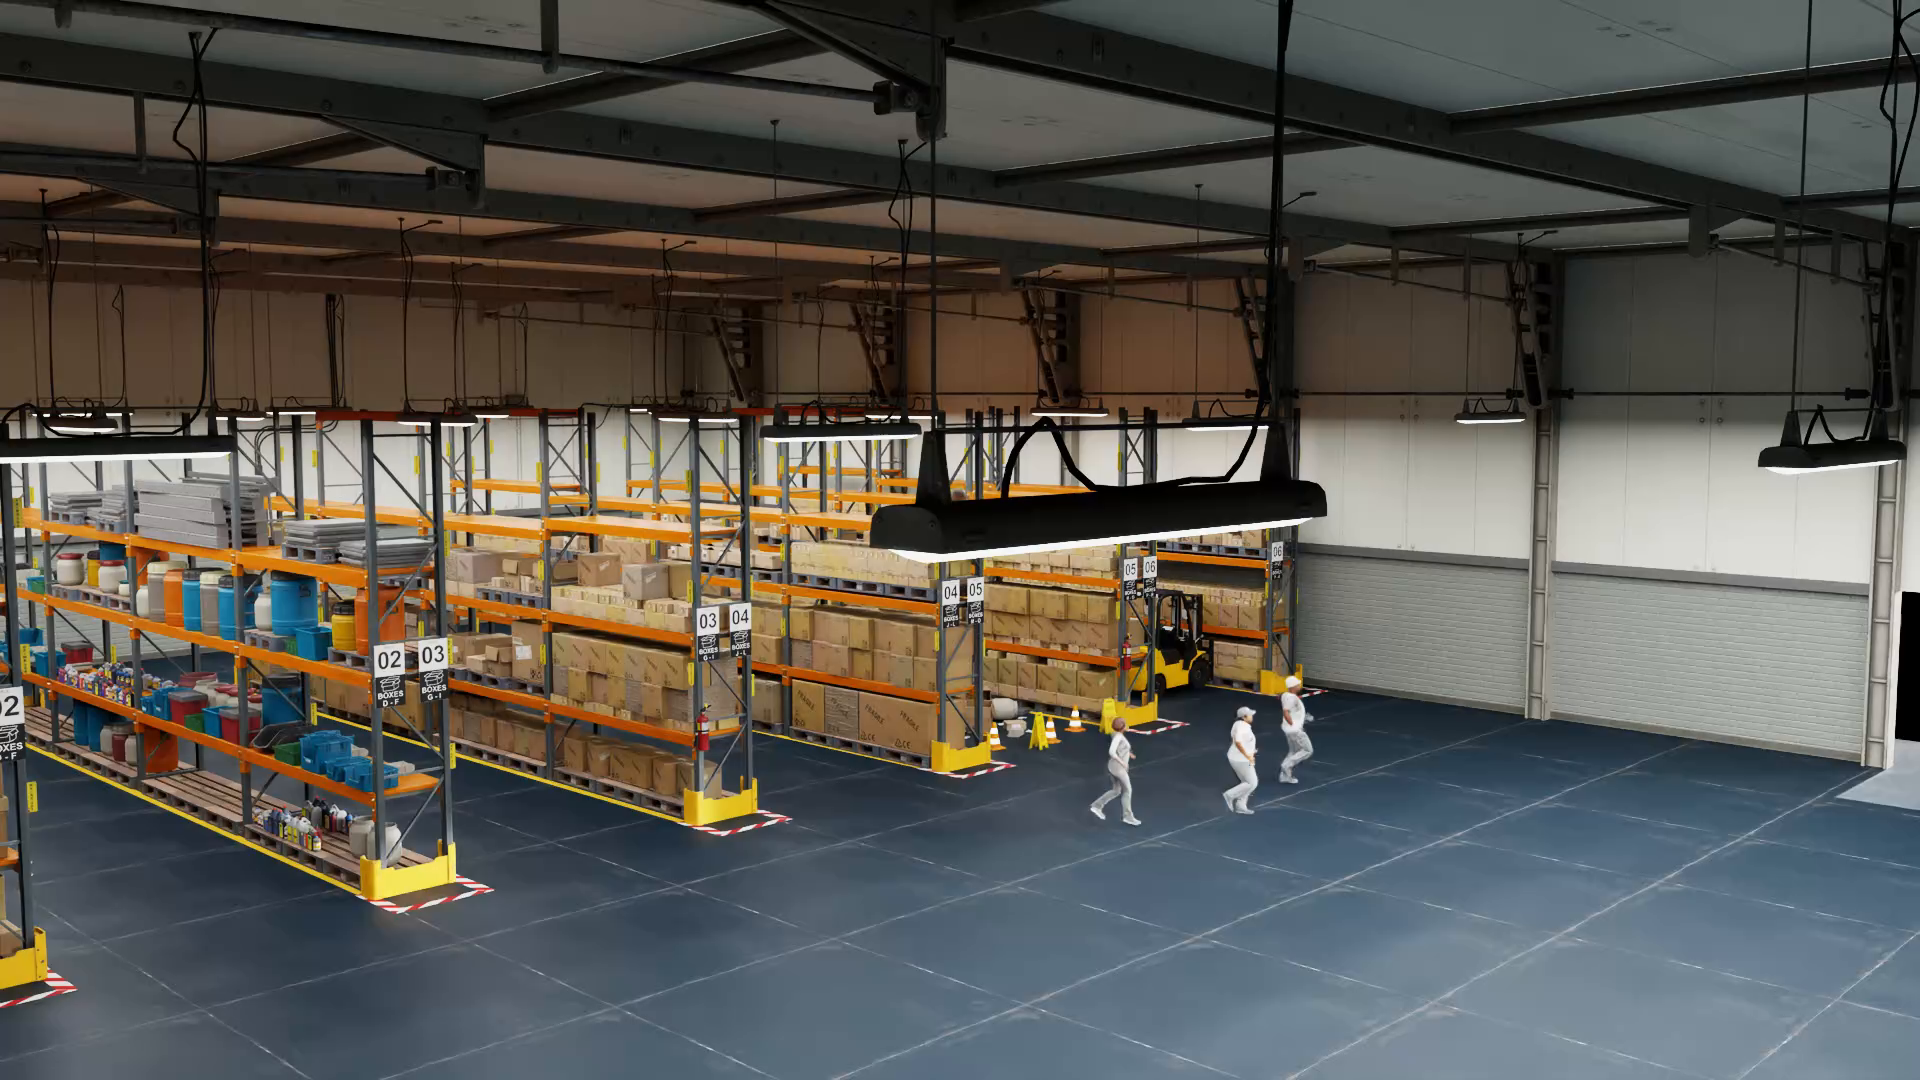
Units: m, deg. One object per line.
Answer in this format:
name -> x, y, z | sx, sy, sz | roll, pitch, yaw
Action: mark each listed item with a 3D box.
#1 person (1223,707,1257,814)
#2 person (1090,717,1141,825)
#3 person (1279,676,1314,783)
person -> 4.211, 3.316, 25.008 | 0.596, 1.641, 0.600 | 0, 5, -5
person -> 2.289, 3.381, 24.337 | 0.753, 1.607, 0.545 | -1, 5, -7
person -> 5.457, 3.073, 26.944 | 0.597, 1.739, 0.679 | 0, 5, -3
